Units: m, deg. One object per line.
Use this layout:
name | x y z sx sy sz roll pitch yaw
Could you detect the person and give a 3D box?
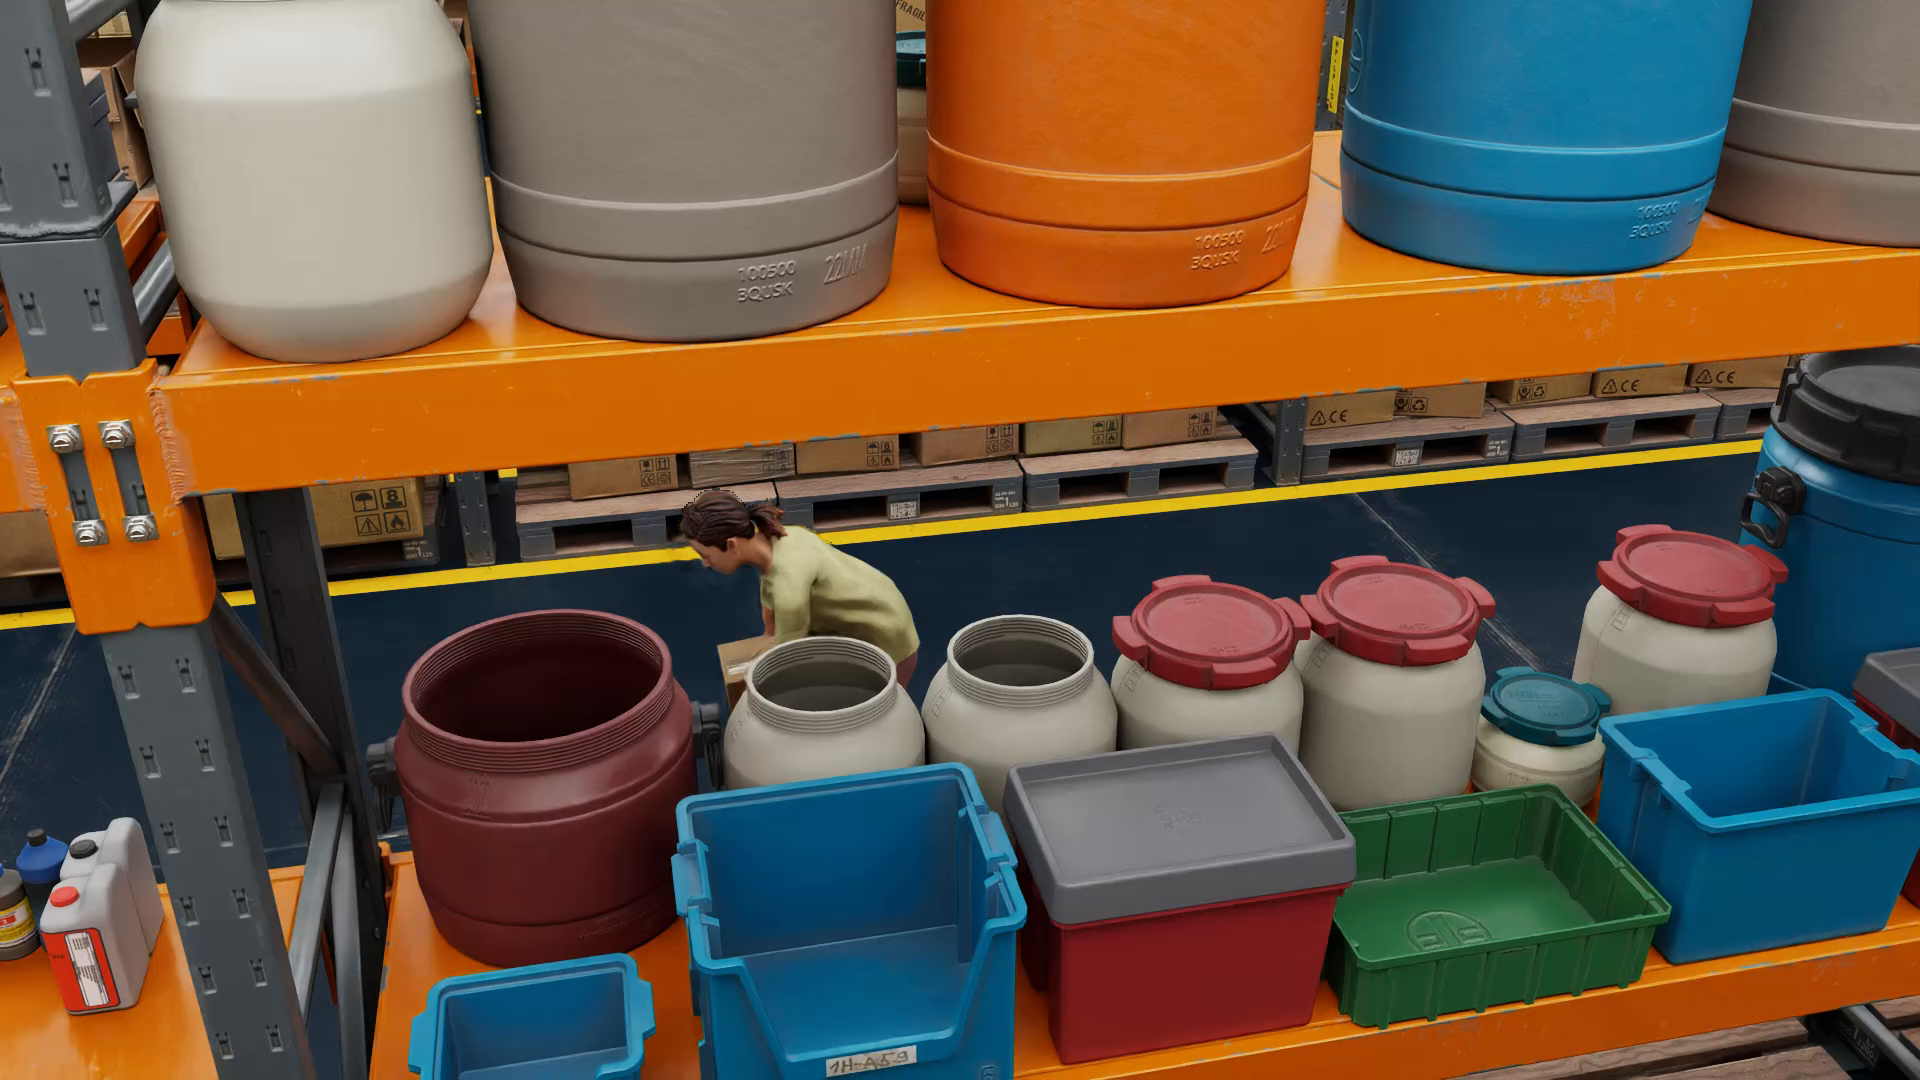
person | -0.370 0.364 5.421 0.561 1.655 0.425 -5 27 -10
